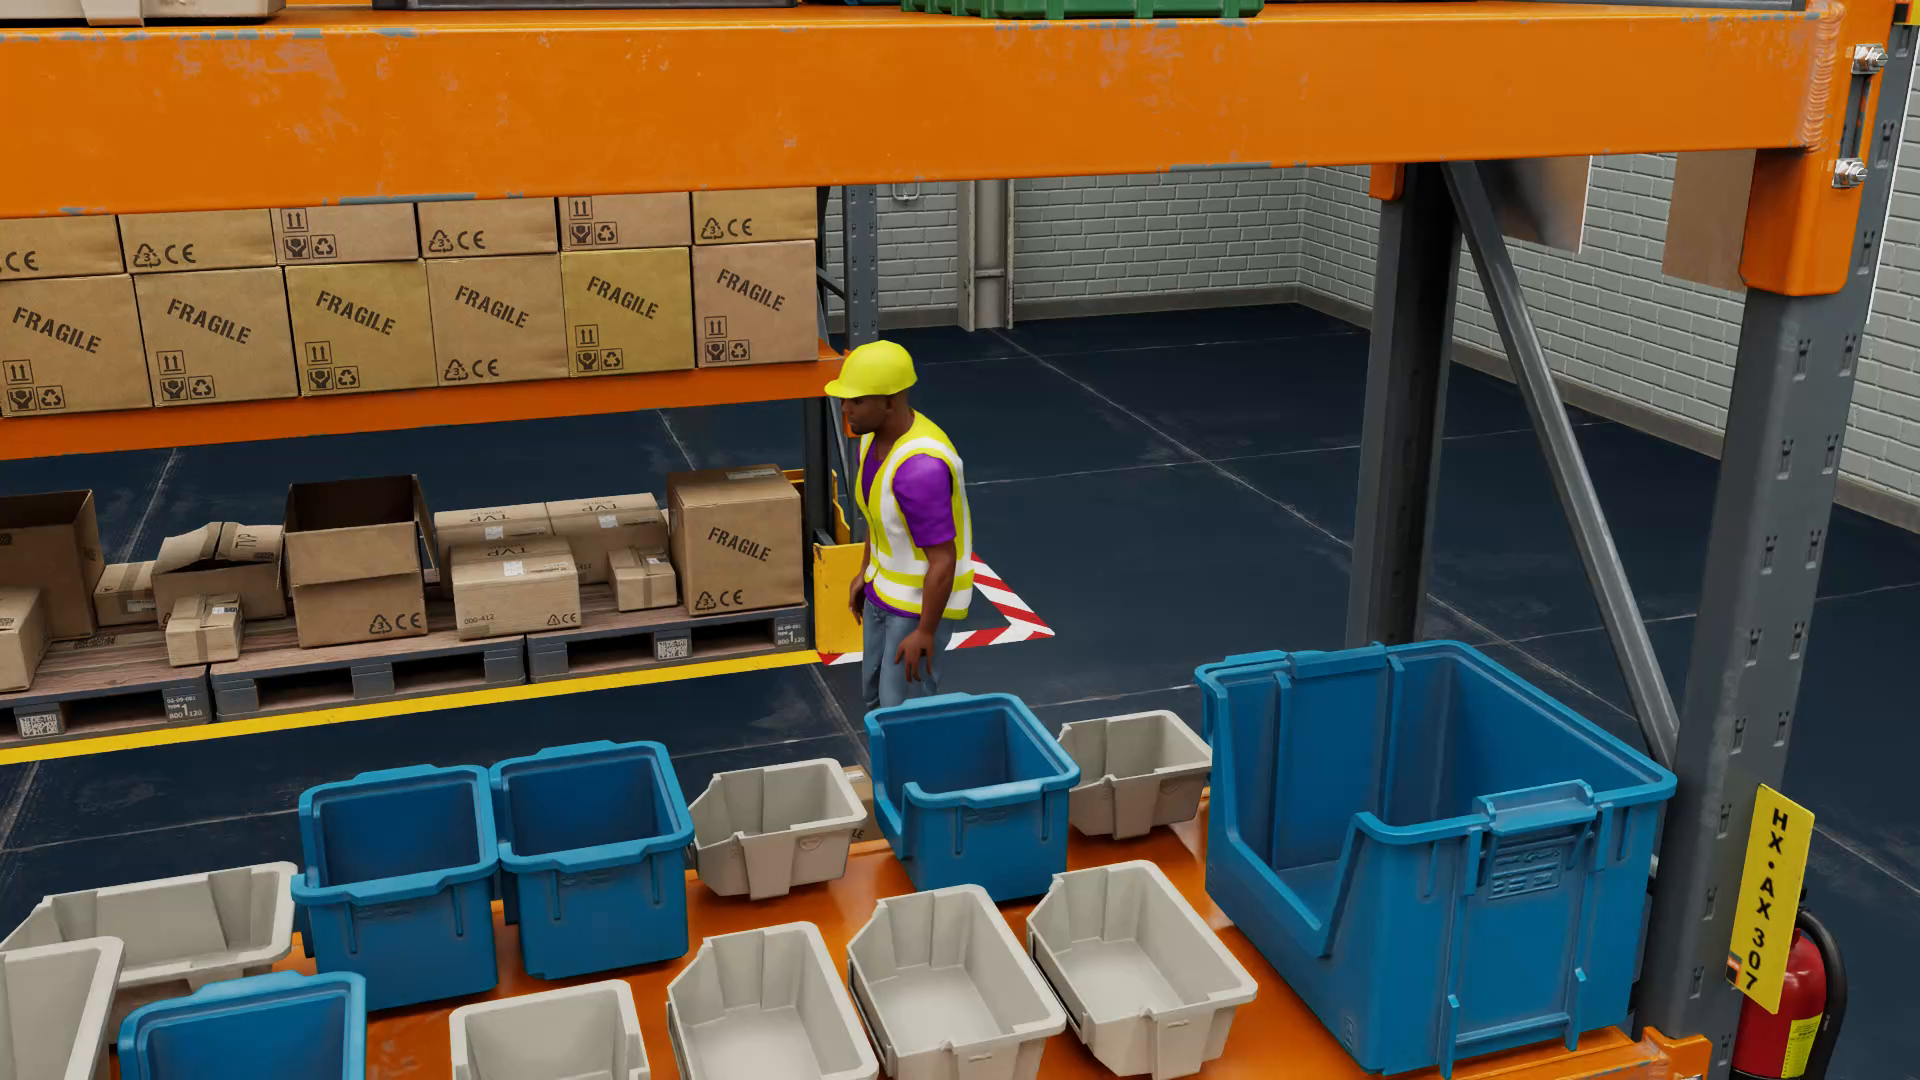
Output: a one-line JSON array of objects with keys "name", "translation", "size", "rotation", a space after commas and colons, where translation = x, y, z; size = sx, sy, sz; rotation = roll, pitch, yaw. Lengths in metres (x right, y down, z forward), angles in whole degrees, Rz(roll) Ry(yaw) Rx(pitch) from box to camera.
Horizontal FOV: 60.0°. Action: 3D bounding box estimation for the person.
[{"name": "person", "translation": [-0.204, 0.208, 5.444], "size": [0.460, 1.757, 0.637], "rotation": [-7, 20, -19]}]
